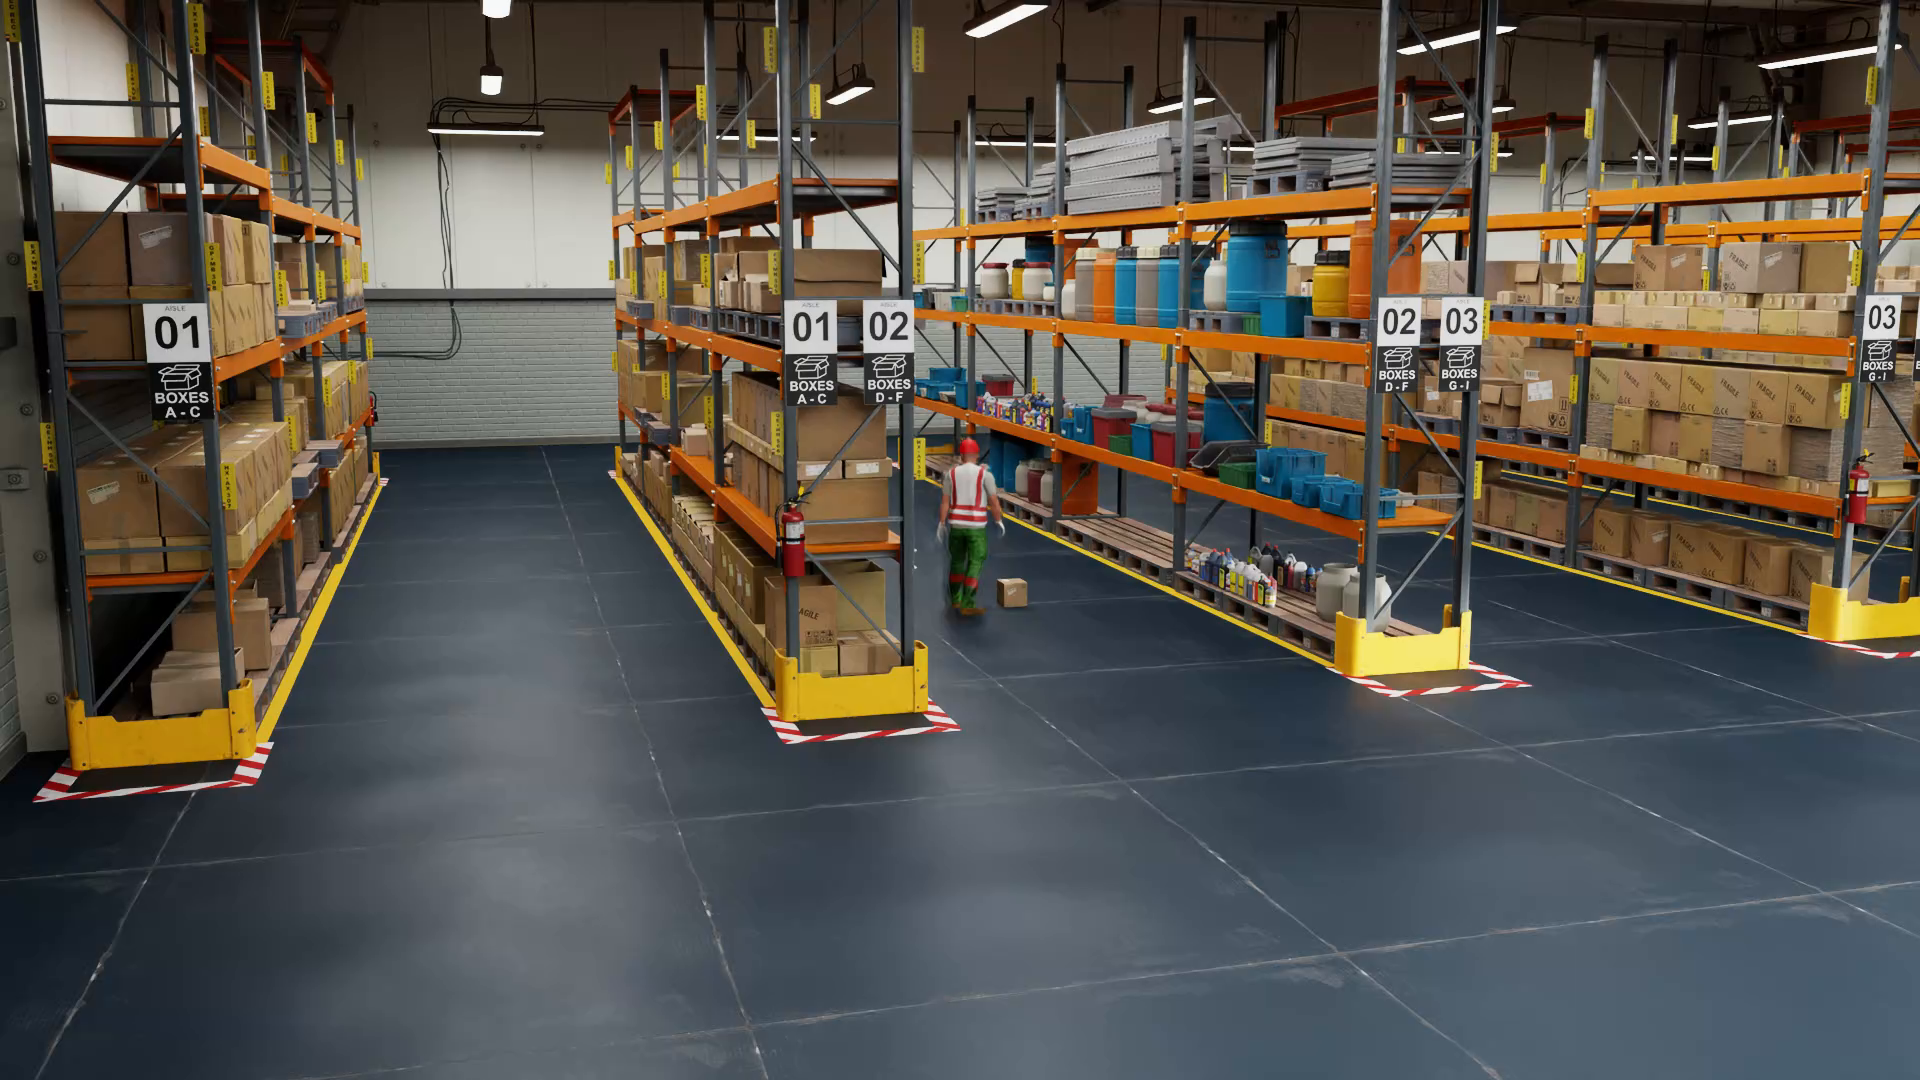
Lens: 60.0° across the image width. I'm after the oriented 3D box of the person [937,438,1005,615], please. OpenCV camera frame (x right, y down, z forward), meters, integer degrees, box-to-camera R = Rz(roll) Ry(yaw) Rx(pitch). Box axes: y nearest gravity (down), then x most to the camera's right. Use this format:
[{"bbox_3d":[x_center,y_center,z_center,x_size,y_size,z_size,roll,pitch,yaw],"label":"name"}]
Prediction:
[{"bbox_3d":[0.095,-0.136,16.735,0.652,1.754,0.827,3,10,18],"label":"person"}]
